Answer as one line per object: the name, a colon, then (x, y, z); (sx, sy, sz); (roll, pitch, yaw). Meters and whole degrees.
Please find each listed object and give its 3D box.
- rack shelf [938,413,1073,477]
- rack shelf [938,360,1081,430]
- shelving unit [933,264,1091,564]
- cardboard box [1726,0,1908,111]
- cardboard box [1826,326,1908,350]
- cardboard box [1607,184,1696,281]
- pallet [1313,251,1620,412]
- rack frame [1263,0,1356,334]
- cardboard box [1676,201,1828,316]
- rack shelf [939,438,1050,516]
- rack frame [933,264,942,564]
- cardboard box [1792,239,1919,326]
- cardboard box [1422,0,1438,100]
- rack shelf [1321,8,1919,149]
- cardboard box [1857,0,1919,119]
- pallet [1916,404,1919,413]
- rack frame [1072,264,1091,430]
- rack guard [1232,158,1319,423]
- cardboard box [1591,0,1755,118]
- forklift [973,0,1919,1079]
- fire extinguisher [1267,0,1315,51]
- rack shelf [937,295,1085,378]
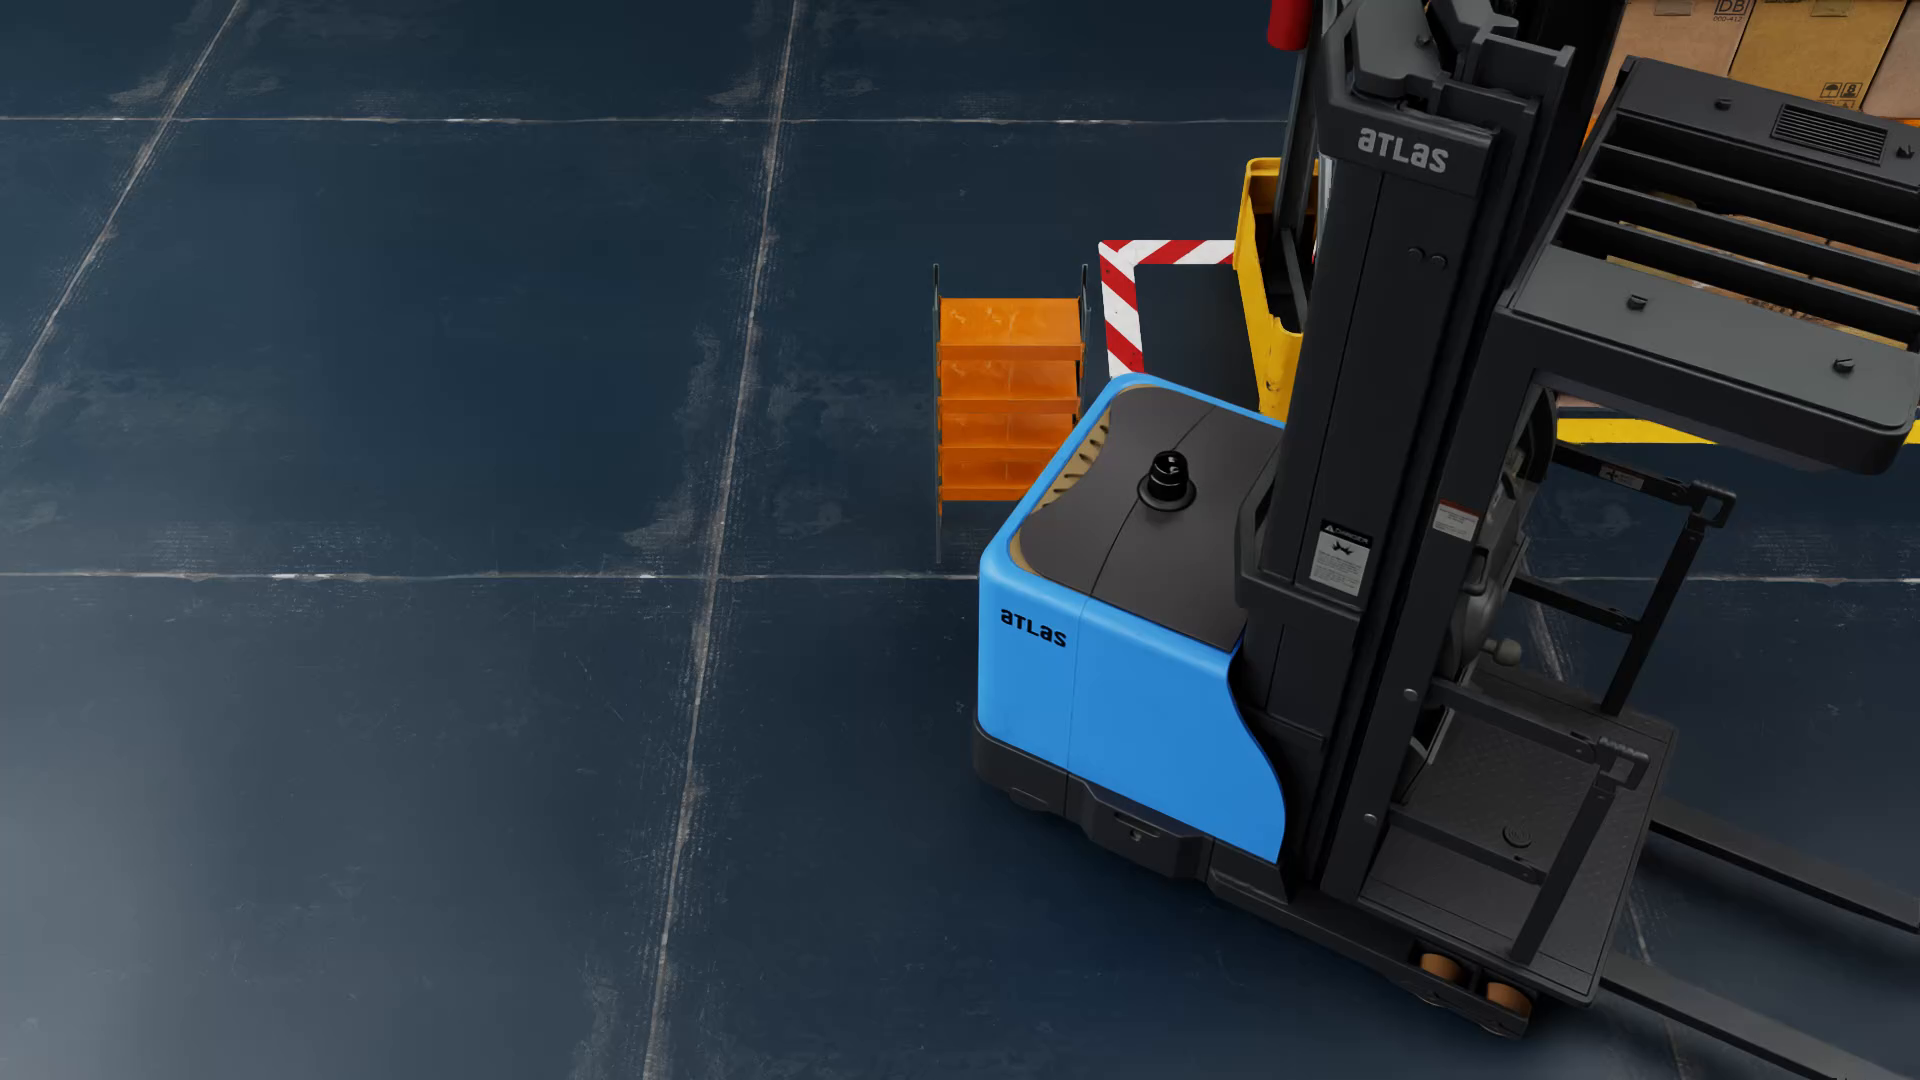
rack shelf: (0.166, -0.362, 5.860); (0.480, 0.148, 0.258); (0, 47, 0)
rack shelf: (0.166, -0.515, 5.696); (0.480, 0.148, 0.258); (0, 47, 0)
shelving unit: (0.166, -0.408, 5.810); (0.503, 1.200, 0.258); (0, 47, 0)
cardboard box: (2.896, -1.900, 5.901); (0.500, 0.500, 0.700); (0, 47, 0)
cardboard box: (3.443, -0.917, 6.646); (0.500, 0.250, 0.500); (0, 47, 0)
cardboard box: (2.443, -1.178, 6.376); (0.500, 0.500, 0.500); (0, 47, 0)
pallet: (2.172, -0.959, 6.998); (1.213, 0.211, 1.003); (0, 47, 0)
rack frame: (1.407, -1.880, 5.951); (0.127, 3.000, 1.000); (0, 47, 0)
cardboard box: (2.943, -1.186, 6.384); (0.500, 0.500, 0.500); (0, 47, 0)
rack shelf: (0.166, -0.227, 6.005); (0.480, 0.148, 0.258); (0, 47, 0)
rack frame: (-0.078, -0.409, 5.811); (0.015, 1.200, 0.240); (0, 47, 0)
cardboard box: (3.443, -1.172, 6.371); (0.500, 0.500, 0.500); (0, 47, 0)
cardboard box: (1.874, -1.904, 5.905); (0.500, 0.500, 0.700); (0, 47, 0)
rack shelf: (3.407, -1.630, 6.209); (4.000, 0.370, 1.077); (0, 47, 0)
cardboard box: (3.422, -1.902, 5.903); (0.500, 0.500, 0.700); (1, 47, 1)
pallet: (3.389, -0.954, 6.993); (1.213, 0.211, 1.003); (0, 47, 0)
rack frame: (0.410, -0.408, 5.810); (0.015, 1.200, 0.240); (0, 47, 0)
rack guard: (1.383, -1.029, 6.866); (0.348, 0.500, 1.175); (0, 47, 0)
cardboard box: (2.399, -1.906, 5.907); (0.500, 0.500, 0.700); (1, 47, 1)
forklift: (1.582, 0.009, 4.240); (3.031, 2.935, 1.130); (22, 51, 19)
fire extinguisher: (1.291, -2.194, 6.296); (0.183, 0.674, 0.296); (0, 47, 0)
rack shelf: (0.166, -0.676, 5.523); (0.480, 0.148, 0.258); (0, 47, 0)
